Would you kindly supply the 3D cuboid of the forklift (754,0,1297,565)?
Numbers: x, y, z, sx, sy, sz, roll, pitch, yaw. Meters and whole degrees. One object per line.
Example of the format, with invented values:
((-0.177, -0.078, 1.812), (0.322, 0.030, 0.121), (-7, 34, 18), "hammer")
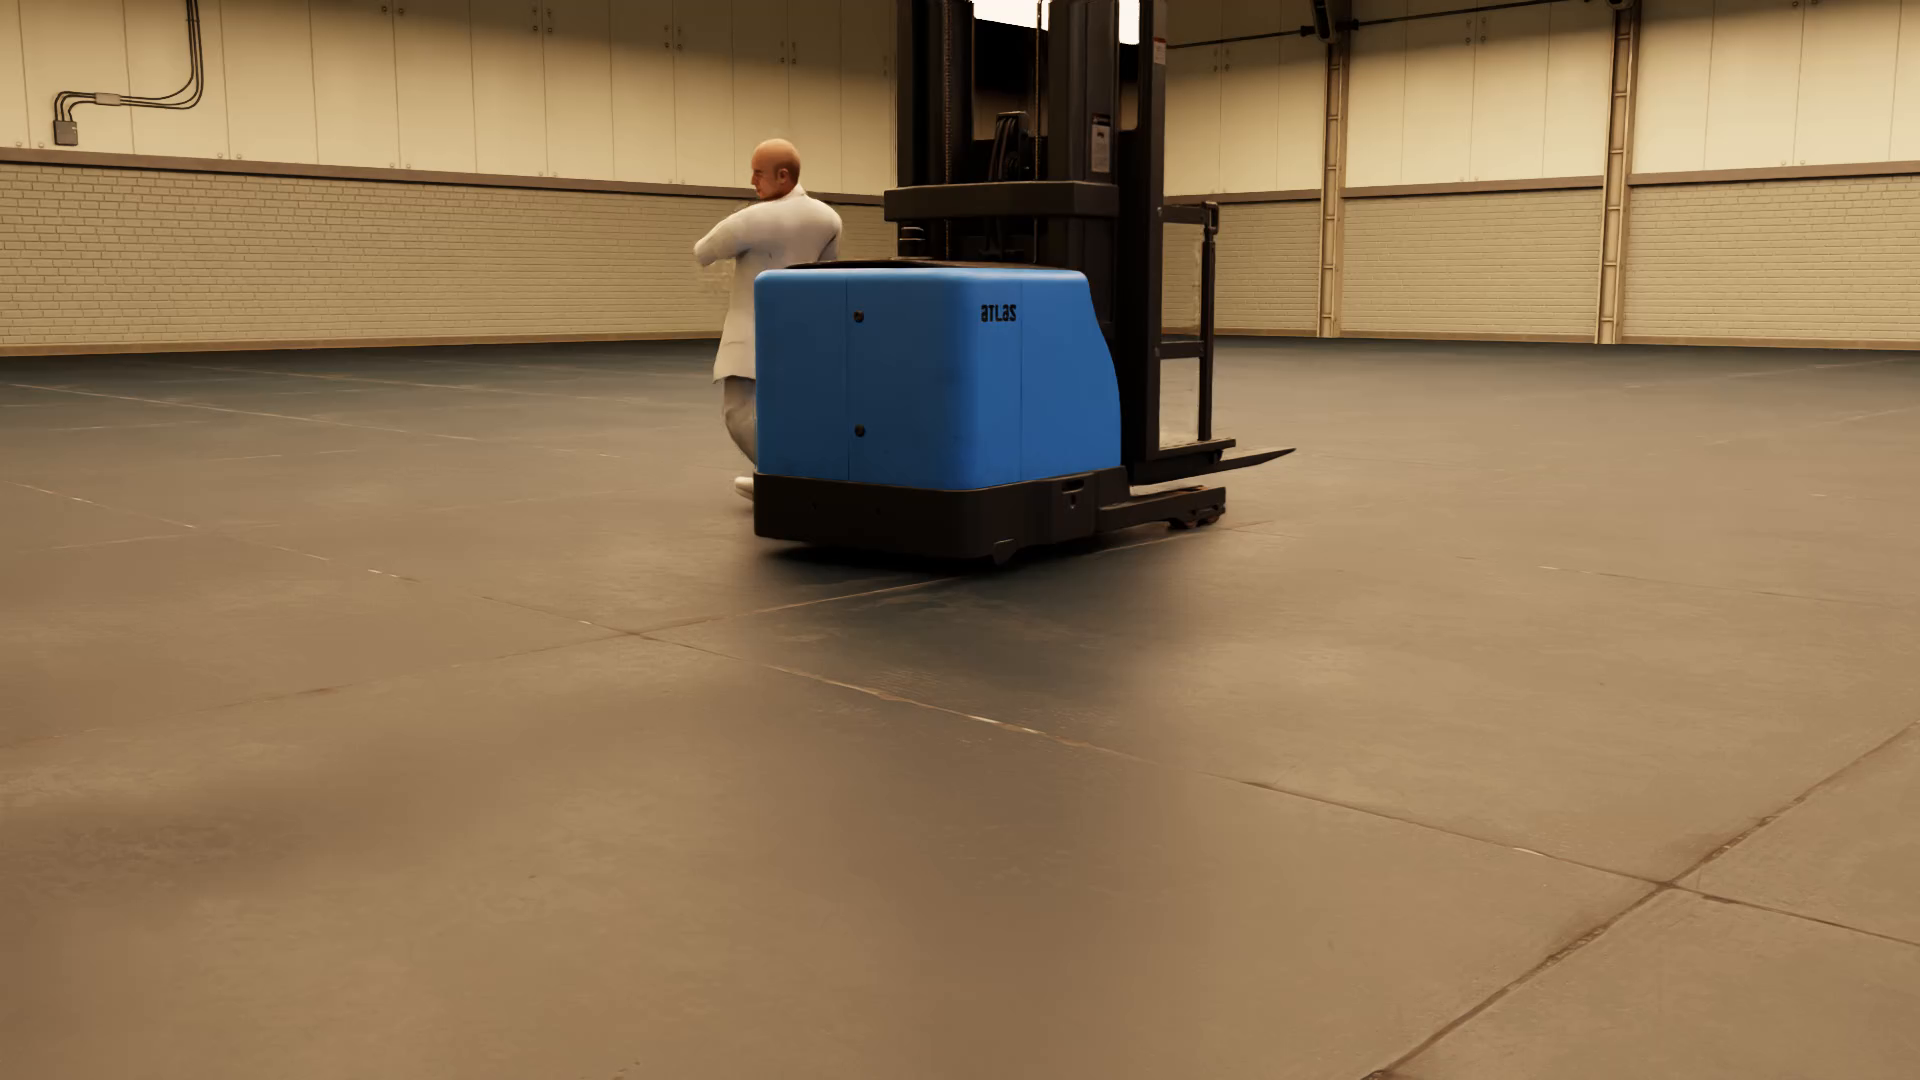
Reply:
((0.496, -1.532, 7.050), (1.130, 2.935, 3.031), (6, 11, 36), "forklift")

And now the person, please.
((-0.800, -0.930, 7.389), (0.911, 1.631, 0.822), (4, 9, 25), "person")
